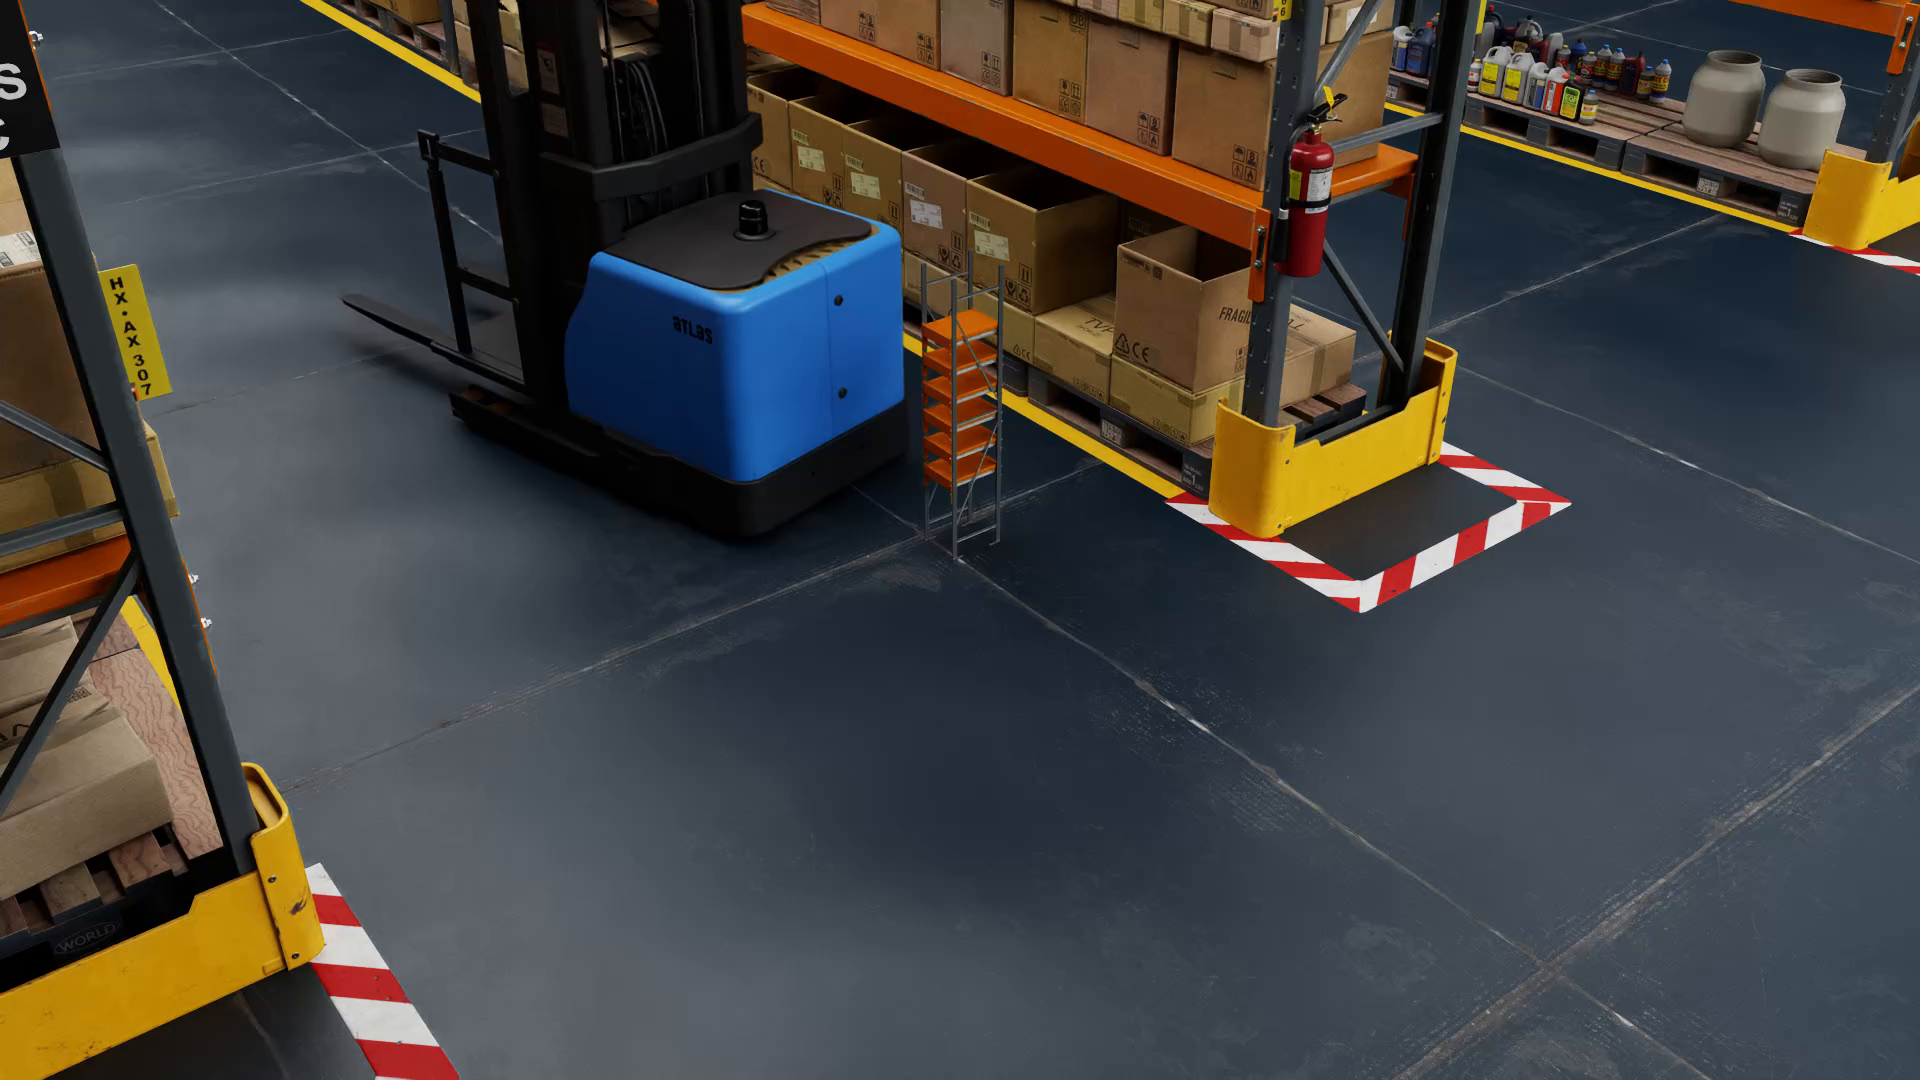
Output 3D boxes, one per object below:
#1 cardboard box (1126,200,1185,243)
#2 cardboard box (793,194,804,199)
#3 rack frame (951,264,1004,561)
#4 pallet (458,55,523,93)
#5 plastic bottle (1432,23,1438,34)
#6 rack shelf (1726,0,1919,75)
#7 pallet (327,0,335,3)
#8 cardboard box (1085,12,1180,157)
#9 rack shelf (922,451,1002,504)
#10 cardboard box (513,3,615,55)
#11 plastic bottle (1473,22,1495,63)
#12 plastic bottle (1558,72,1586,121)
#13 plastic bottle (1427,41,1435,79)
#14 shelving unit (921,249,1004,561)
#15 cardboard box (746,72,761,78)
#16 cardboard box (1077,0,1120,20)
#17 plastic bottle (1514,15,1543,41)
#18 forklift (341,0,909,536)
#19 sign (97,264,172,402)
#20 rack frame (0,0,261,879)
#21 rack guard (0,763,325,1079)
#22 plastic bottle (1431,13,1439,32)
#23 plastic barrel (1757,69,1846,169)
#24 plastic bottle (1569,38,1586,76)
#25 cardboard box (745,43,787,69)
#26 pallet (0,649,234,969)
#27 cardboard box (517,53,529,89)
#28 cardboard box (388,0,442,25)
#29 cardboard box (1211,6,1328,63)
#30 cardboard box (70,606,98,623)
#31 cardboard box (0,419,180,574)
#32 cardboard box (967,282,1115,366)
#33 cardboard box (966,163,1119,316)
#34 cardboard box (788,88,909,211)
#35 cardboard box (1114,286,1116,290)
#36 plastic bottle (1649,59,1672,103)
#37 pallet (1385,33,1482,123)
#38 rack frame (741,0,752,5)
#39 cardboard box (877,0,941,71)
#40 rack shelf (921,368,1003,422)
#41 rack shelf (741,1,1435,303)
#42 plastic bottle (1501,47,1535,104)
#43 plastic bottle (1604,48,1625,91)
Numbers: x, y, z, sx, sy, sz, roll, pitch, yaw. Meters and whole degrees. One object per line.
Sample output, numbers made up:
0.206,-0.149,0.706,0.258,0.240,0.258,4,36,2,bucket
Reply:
1.103,-1.369,7.608,0.500,0.500,0.500,-22,38,-31,cardboard box
-0.541,-1.712,8.872,0.500,0.250,0.500,-22,38,-31,cardboard box
0.065,-0.466,6.362,0.240,1.200,0.006,-22,38,-31,rack frame
-2.867,-3.330,11.912,1.003,0.211,1.213,-22,38,-31,pallet
3.308,-3.442,11.543,0.144,0.351,0.185,-22,38,-31,plastic bottle
4.253,-3.665,10.490,1.077,0.370,4.000,-22,38,-31,rack shelf
-5.266,-5.026,14.643,1.003,0.211,1.213,-22,38,-31,pallet
0.962,-1.995,7.024,0.700,0.500,0.500,-21,38,-30,cardboard box
0.009,-0.262,6.574,0.258,0.103,0.180,-22,38,-31,rack shelf
-2.612,-3.376,11.020,0.500,0.311,0.500,-23,39,-33,cardboard box
3.665,-3.521,11.740,0.152,0.276,0.135,-22,38,-31,plastic bottle
3.921,-2.837,10.632,0.061,0.283,0.133,-21,38,-30,plastic bottle
3.309,-3.317,11.341,0.144,0.351,0.185,-24,39,-33,plastic bottle
0.009,-0.504,6.424,0.258,1.200,0.189,-22,38,-31,shelving unit
-1.363,-2.528,9.654,0.500,0.311,0.500,-22,38,-31,cardboard box
0.708,-2.273,6.857,0.380,0.149,0.250,-22,38,-31,cardboard box
3.965,-3.476,11.598,0.144,0.351,0.185,-23,38,-32,plastic bottle
-1.688,-1.894,7.022,3.031,2.935,1.130,23,39,32,forklift
-1.918,-0.476,3.852,0.100,0.325,0.005,-22,38,-31,sign
-2.346,0.068,3.798,1.000,3.000,0.127,-22,38,-31,rack frame
-2.393,1.098,4.508,1.175,0.500,0.348,-22,38,-31,rack guard
3.495,-3.752,12.184,0.097,0.201,0.097,0,32,0,plastic bottle
5.015,-2.509,9.906,0.421,0.512,0.421,0,32,0,plastic barrel
4.218,-3.291,11.374,0.097,0.271,0.097,0,32,0,plastic bottle
-1.248,-2.915,10.277,0.500,0.311,0.500,-23,38,-32,cardboard box
-2.863,0.871,5.148,1.003,0.211,1.213,-22,38,-31,pallet
-2.620,-3.144,11.177,0.500,0.250,0.500,-23,39,-33,cardboard box
-4.100,-4.309,12.798,0.500,0.500,0.500,-21,37,-30,cardboard box
1.180,-1.952,6.340,0.380,0.149,0.250,-23,39,-32,cardboard box
-3.460,0.066,5.753,0.700,0.500,0.500,-25,40,-34,cardboard box
-2.395,-0.183,4.325,0.500,0.250,0.500,-24,39,-33,cardboard box
0.378,-1.087,7.865,0.500,0.250,0.500,-22,38,-31,cardboard box
0.376,-1.405,7.666,0.500,0.500,0.500,-22,38,-31,cardboard box
-0.539,-2.032,8.676,0.500,0.500,0.500,-22,38,-31,cardboard box
0.795,-1.258,8.140,0.500,0.250,0.500,-22,38,-31,cardboard box
4.614,-3.022,10.941,0.097,0.271,0.097,0,32,0,plastic bottle
3.405,-3.327,11.906,1.003,0.211,1.213,-22,38,-31,pallet
-0.889,-3.203,9.065,1.000,3.000,0.127,-22,38,-31,rack frame
0.022,-2.635,8.055,0.700,0.500,0.500,-22,38,-31,cardboard box
0.009,-0.568,6.384,0.258,0.103,0.180,-22,38,-31,rack shelf
0.338,-2.064,7.913,1.077,0.370,4.000,-22,38,-31,rack shelf
3.684,-3.062,10.931,0.144,0.351,0.185,-21,37,-29,plastic bottle
4.404,-3.165,11.171,0.097,0.271,0.097,0,32,0,plastic bottle
